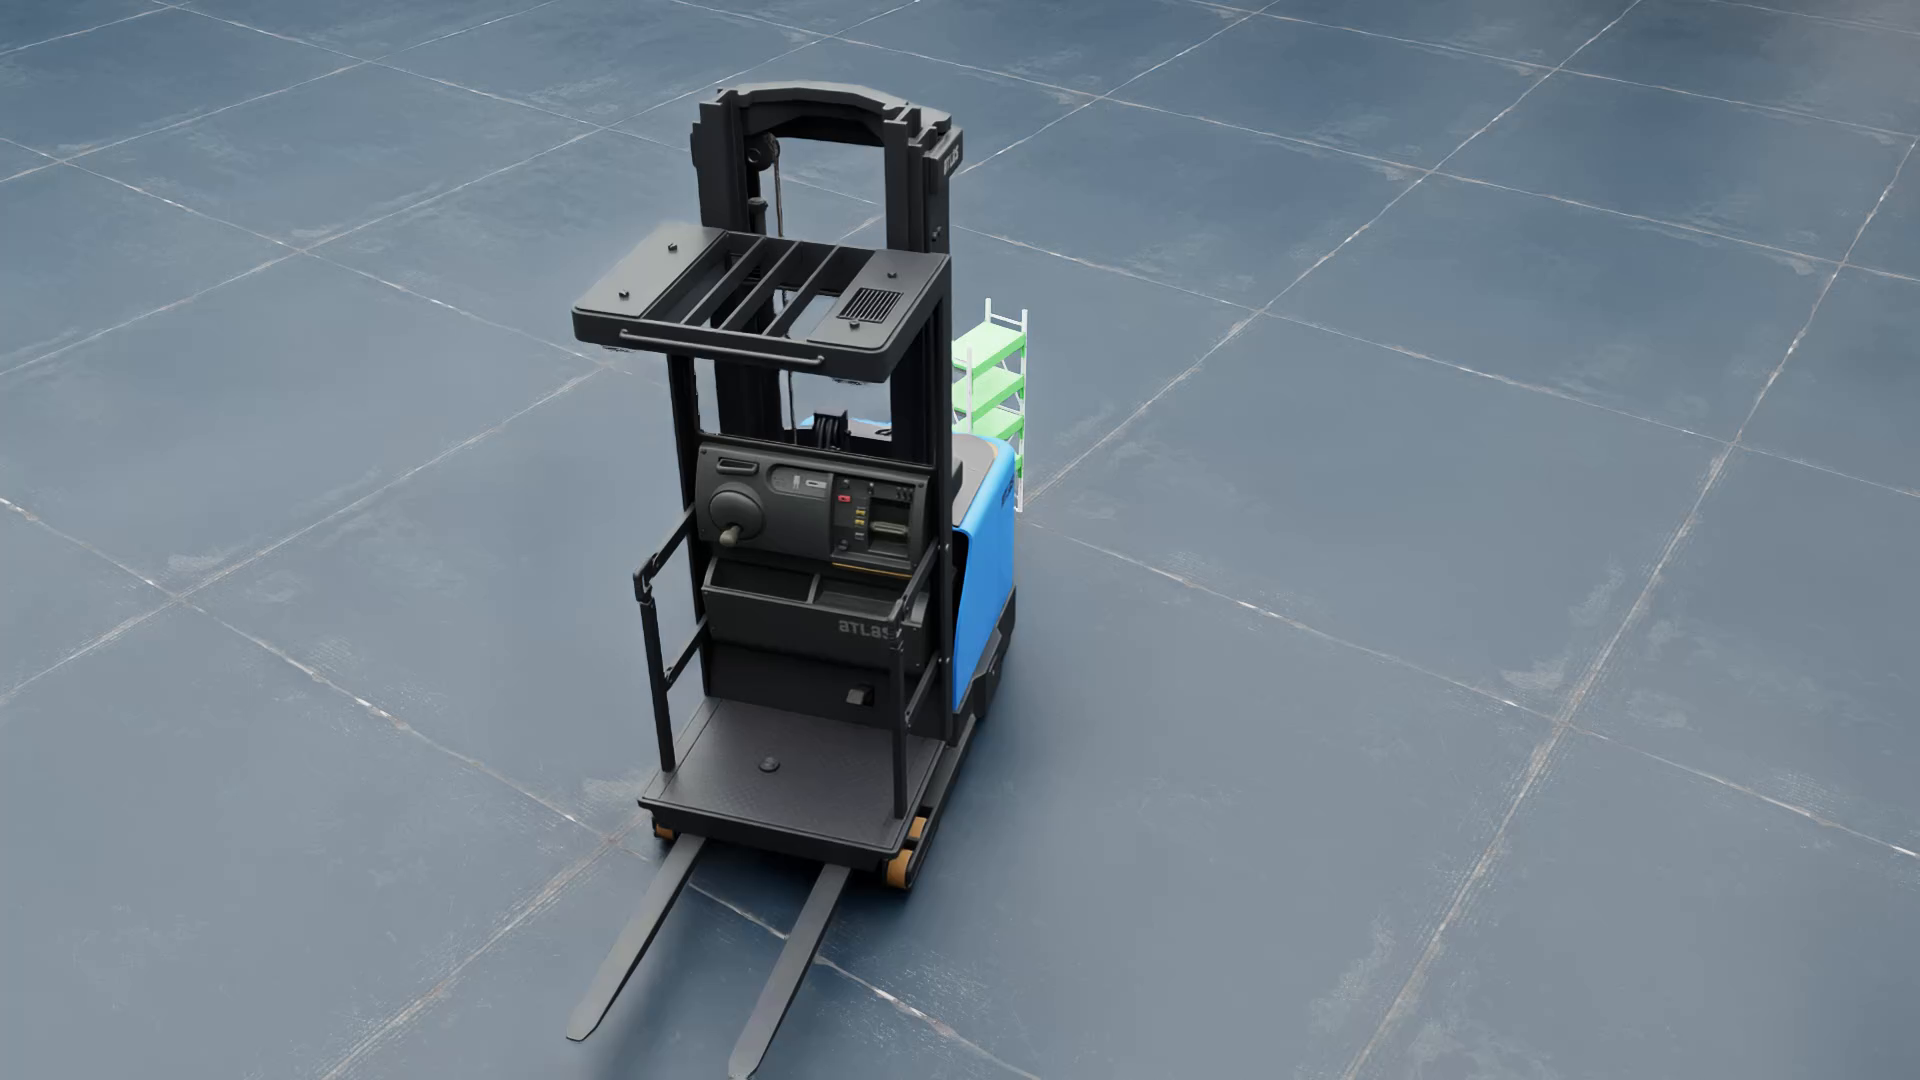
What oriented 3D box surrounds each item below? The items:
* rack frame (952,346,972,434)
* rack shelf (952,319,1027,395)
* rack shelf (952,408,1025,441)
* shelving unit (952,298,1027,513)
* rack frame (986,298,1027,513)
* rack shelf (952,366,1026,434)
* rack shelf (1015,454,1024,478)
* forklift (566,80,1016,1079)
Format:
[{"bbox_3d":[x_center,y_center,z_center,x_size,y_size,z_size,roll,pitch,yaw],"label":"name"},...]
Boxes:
[{"bbox_3d":[-0.045,-0.461,8.360,0.240,1.200,0.015,21,39,28],"label":"rack frame"},{"bbox_3d":[0.094,-0.918,8.293,0.258,0.148,0.480,21,39,28],"label":"rack shelf"},{"bbox_3d":[0.094,-0.520,8.562,0.258,0.148,0.480,21,39,28],"label":"rack shelf"},{"bbox_3d":[0.094,-0.573,8.527,0.258,1.200,0.503,21,39,28],"label":"shelving unit"},{"bbox_3d":[0.234,-0.685,8.693,0.240,1.200,0.015,21,39,28],"label":"rack frame"},{"bbox_3d":[0.094,-0.719,8.428,0.258,0.148,0.480,21,39,28],"label":"rack shelf"},{"bbox_3d":[0.094,-0.321,8.697,0.258,0.148,0.480,21,39,28],"label":"rack shelf"},{"bbox_3d":[-0.634,-0.060,6.222,1.130,2.935,3.031,9,35,13],"label":"forklift"}]
